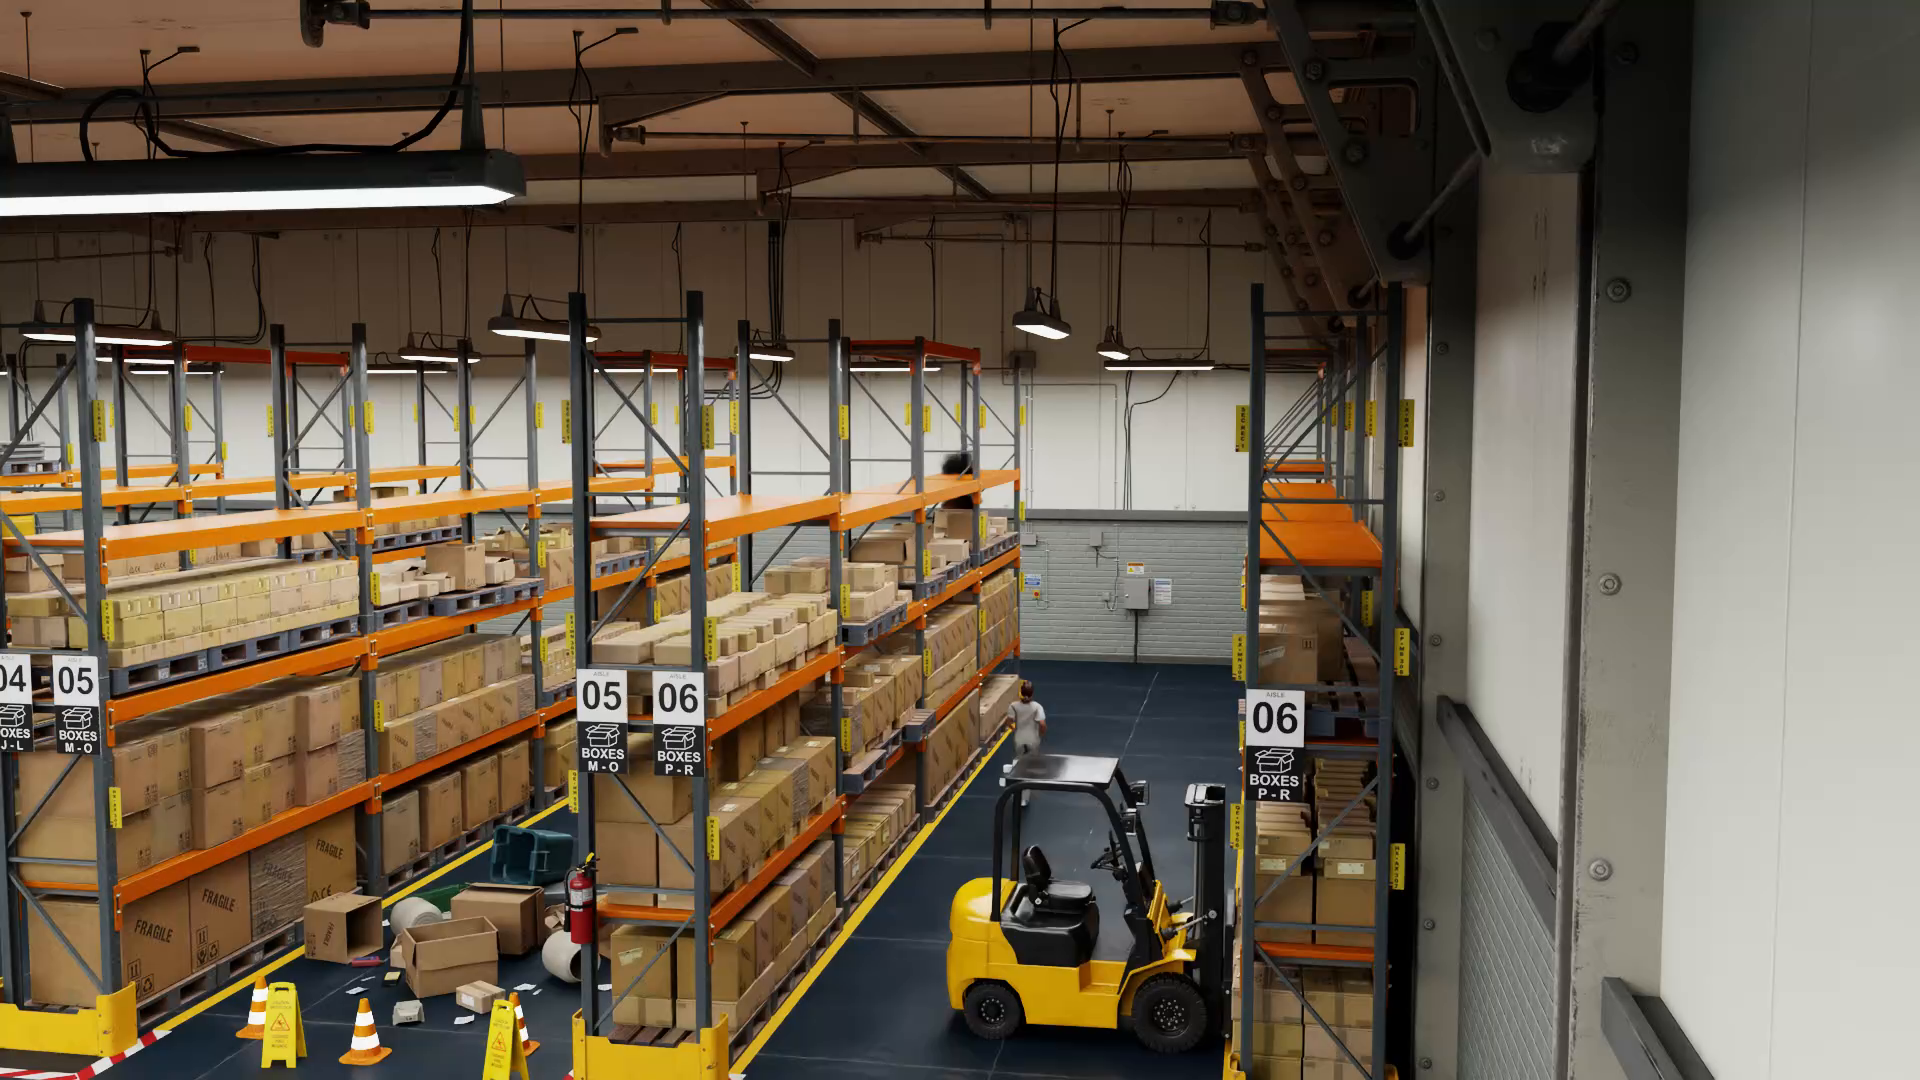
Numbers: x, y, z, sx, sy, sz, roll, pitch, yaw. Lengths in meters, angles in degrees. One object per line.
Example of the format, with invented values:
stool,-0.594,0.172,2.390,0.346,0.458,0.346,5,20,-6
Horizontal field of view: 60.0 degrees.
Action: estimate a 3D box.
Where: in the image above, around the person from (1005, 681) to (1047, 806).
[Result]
person,0.853,2.633,21.455,0.548,1.611,0.558,1,5,15
